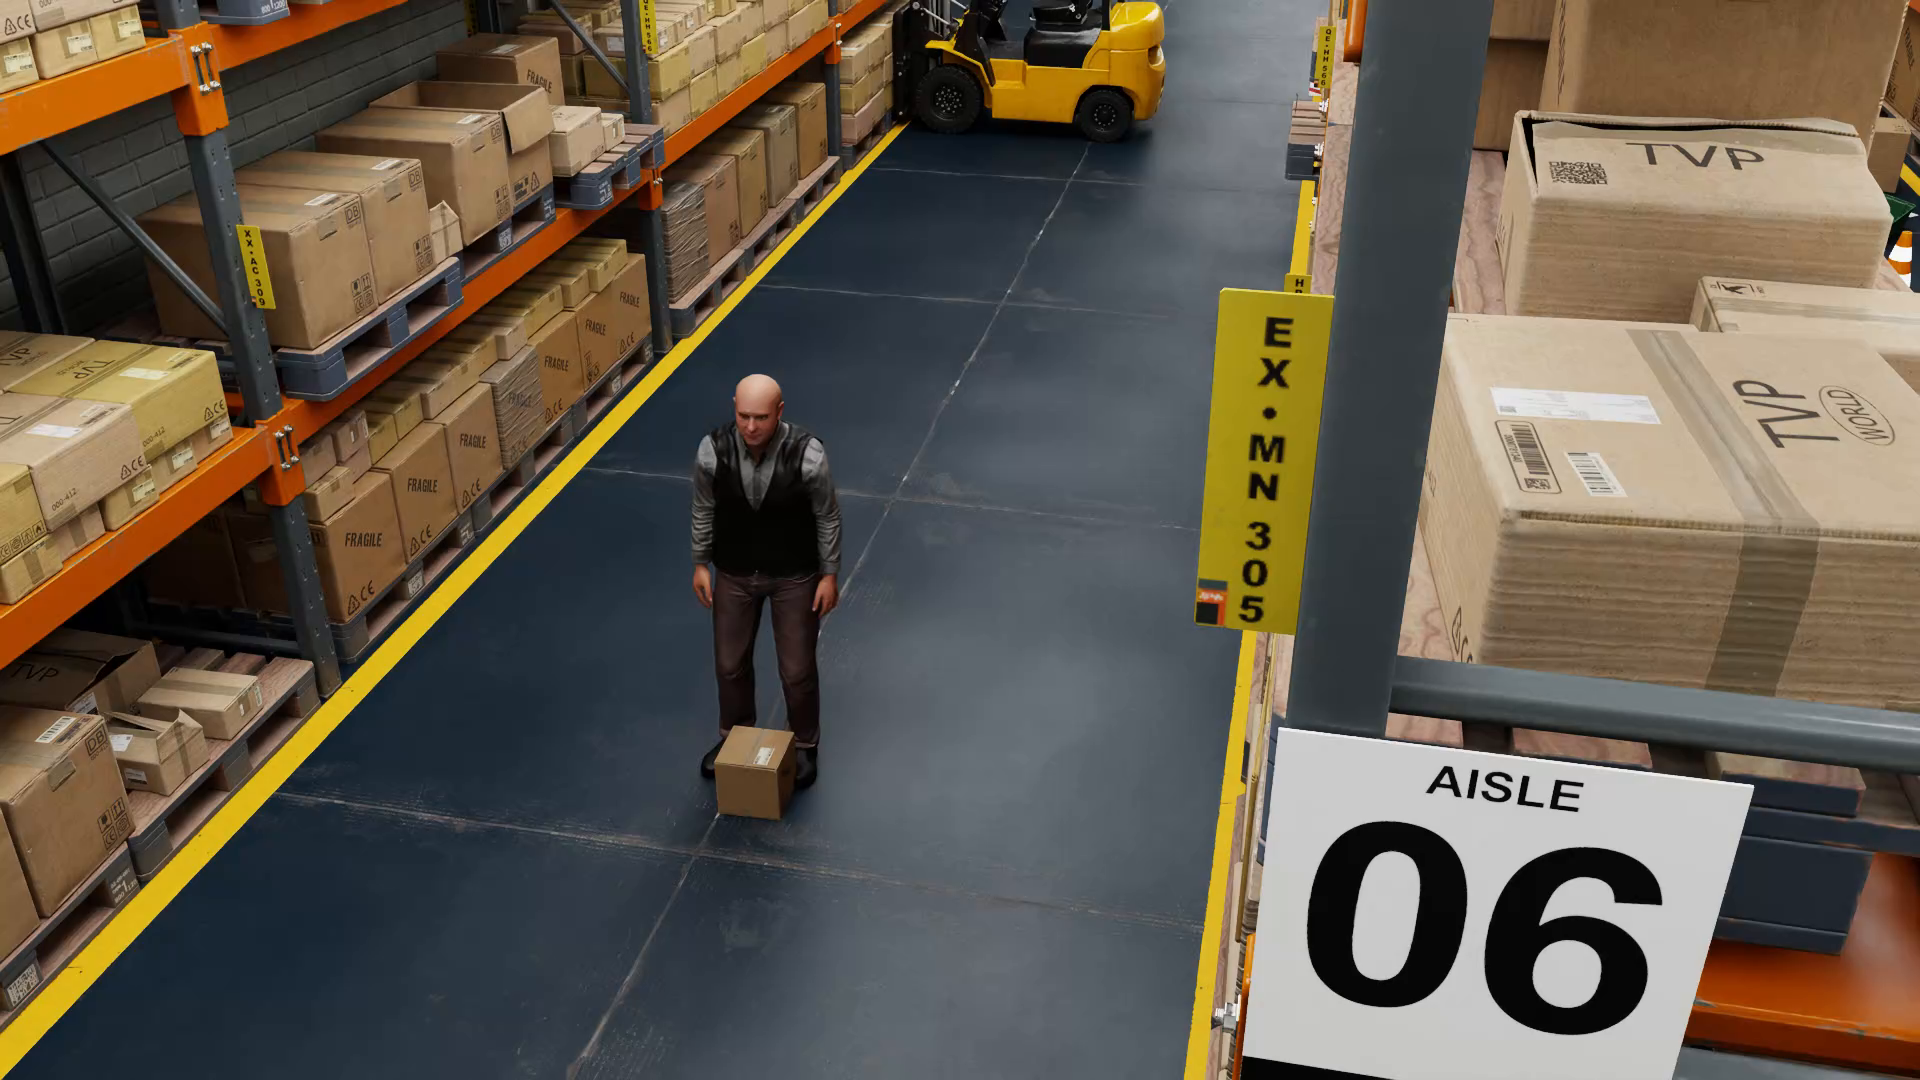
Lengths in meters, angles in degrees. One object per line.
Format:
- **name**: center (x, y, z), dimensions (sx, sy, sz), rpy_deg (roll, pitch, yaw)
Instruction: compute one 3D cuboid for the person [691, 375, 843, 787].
- **person**: center (-0.743, 0.146, 6.383), dimensions (0.590, 1.720, 0.376), rpy_deg (4, 29, 7)
